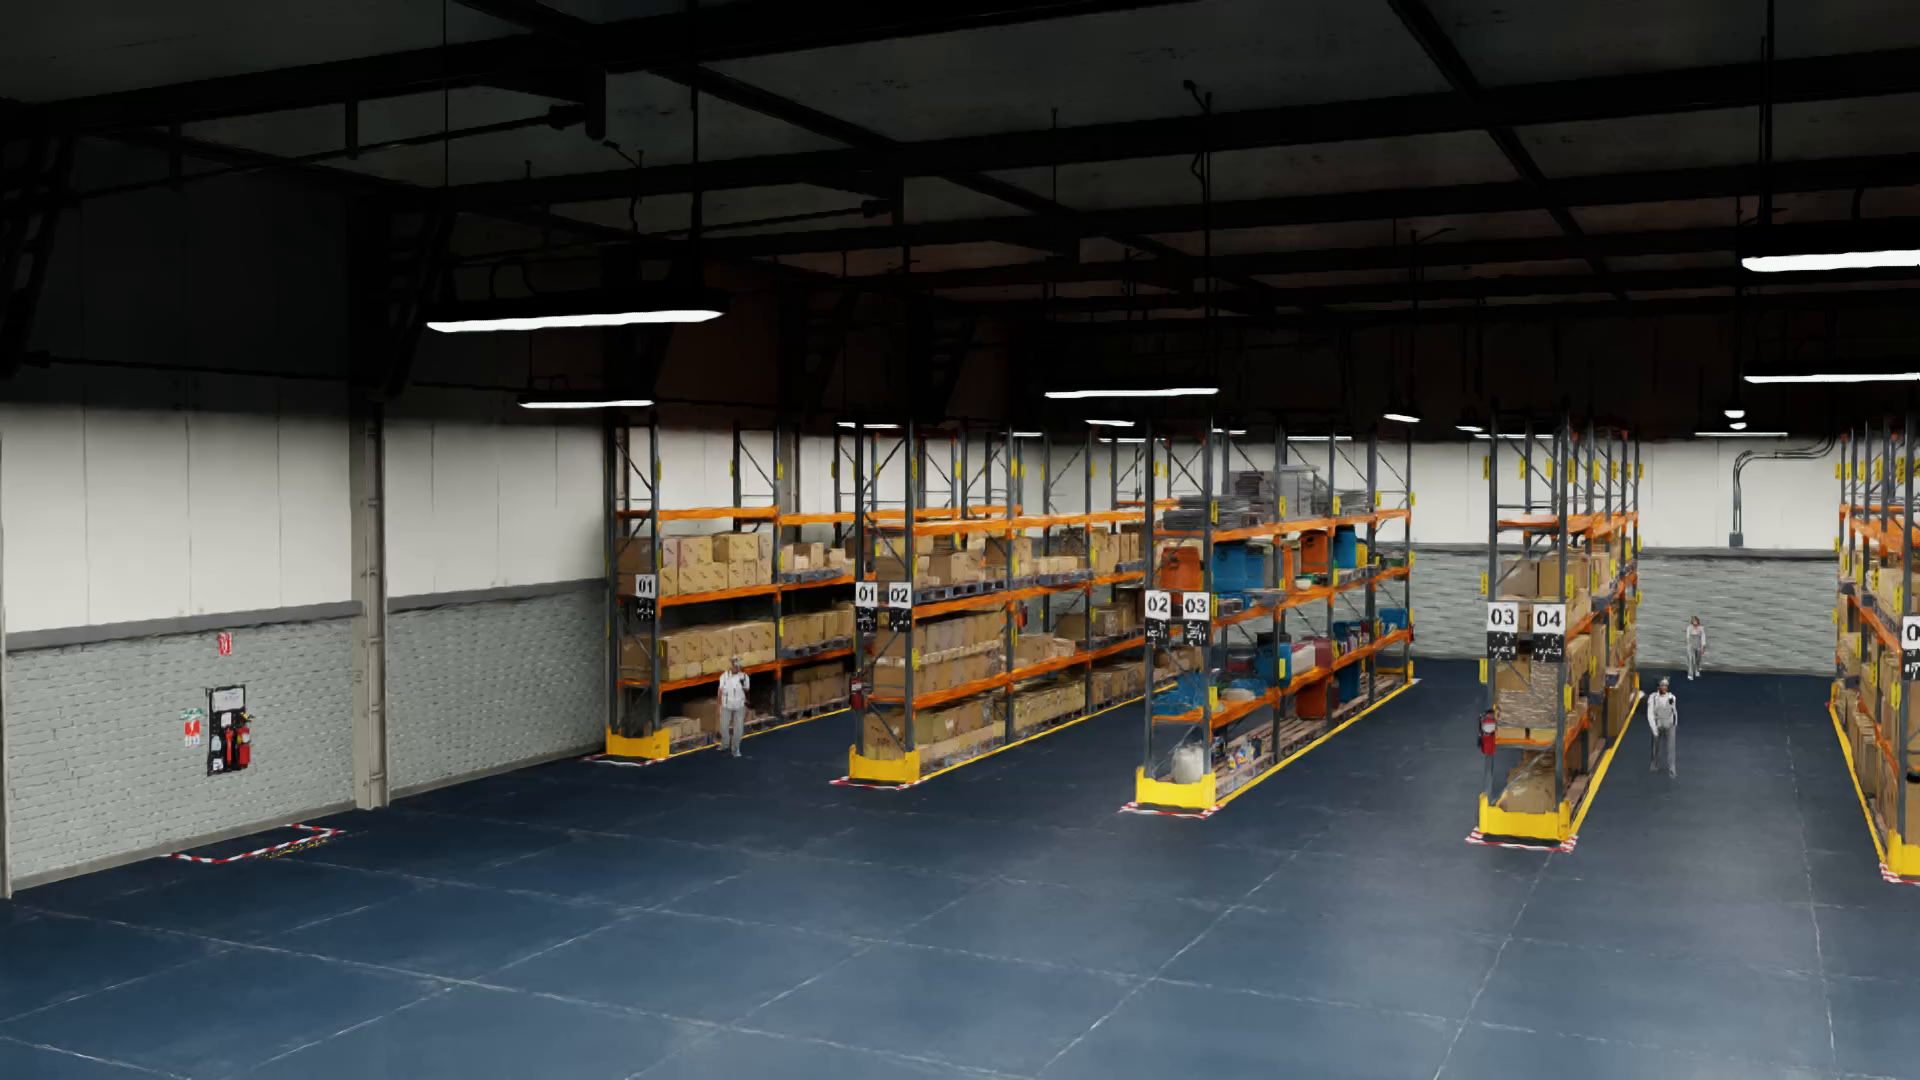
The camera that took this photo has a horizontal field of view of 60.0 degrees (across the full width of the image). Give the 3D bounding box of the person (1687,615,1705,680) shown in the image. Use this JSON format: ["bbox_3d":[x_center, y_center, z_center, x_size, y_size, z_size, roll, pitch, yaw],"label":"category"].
[{"bbox_3d":[17.616,2.559,39.804,0.416,1.525,1.034,1,3,24],"label":"person"}]

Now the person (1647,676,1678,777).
[{"bbox_3d":[11.490,3.027,27.226,0.483,1.621,0.993,1,3,17],"label":"person"}]

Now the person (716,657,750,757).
[{"bbox_3d":[-3.995,2.903,29.200,0.593,1.745,0.578,0,2,-10],"label":"person"}]
